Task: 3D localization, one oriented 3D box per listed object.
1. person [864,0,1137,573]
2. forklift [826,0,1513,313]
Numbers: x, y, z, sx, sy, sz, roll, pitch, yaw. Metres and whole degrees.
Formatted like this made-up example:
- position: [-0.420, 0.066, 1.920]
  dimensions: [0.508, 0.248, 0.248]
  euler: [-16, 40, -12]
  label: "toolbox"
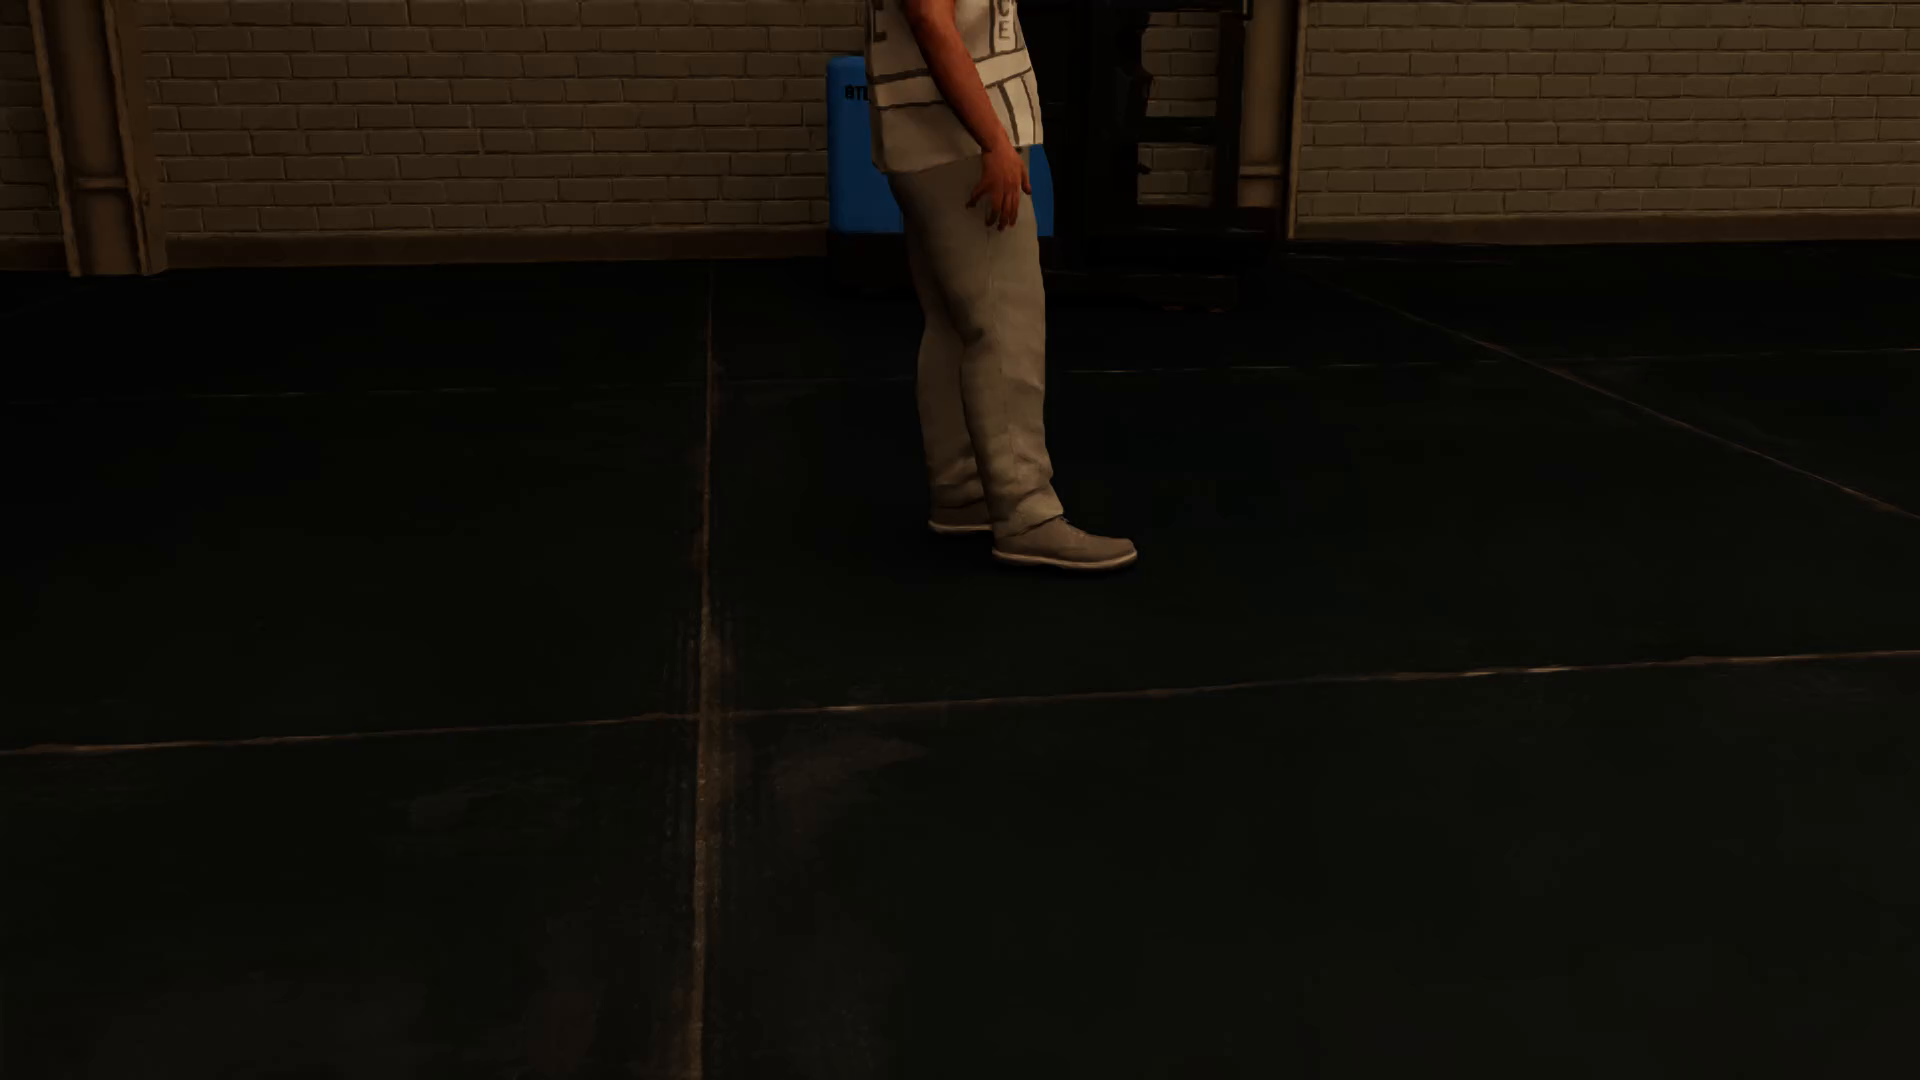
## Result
- position: [0.079, -0.860, 3.706]
  dimensions: [0.574, 1.781, 0.640]
  euler: [-2, 17, -8]
  label: "person"
- position: [0.960, -2.560, 7.381]
  dimensions: [3.031, 2.935, 1.130]
  euler: [4, 17, 11]
  label: "forklift"
